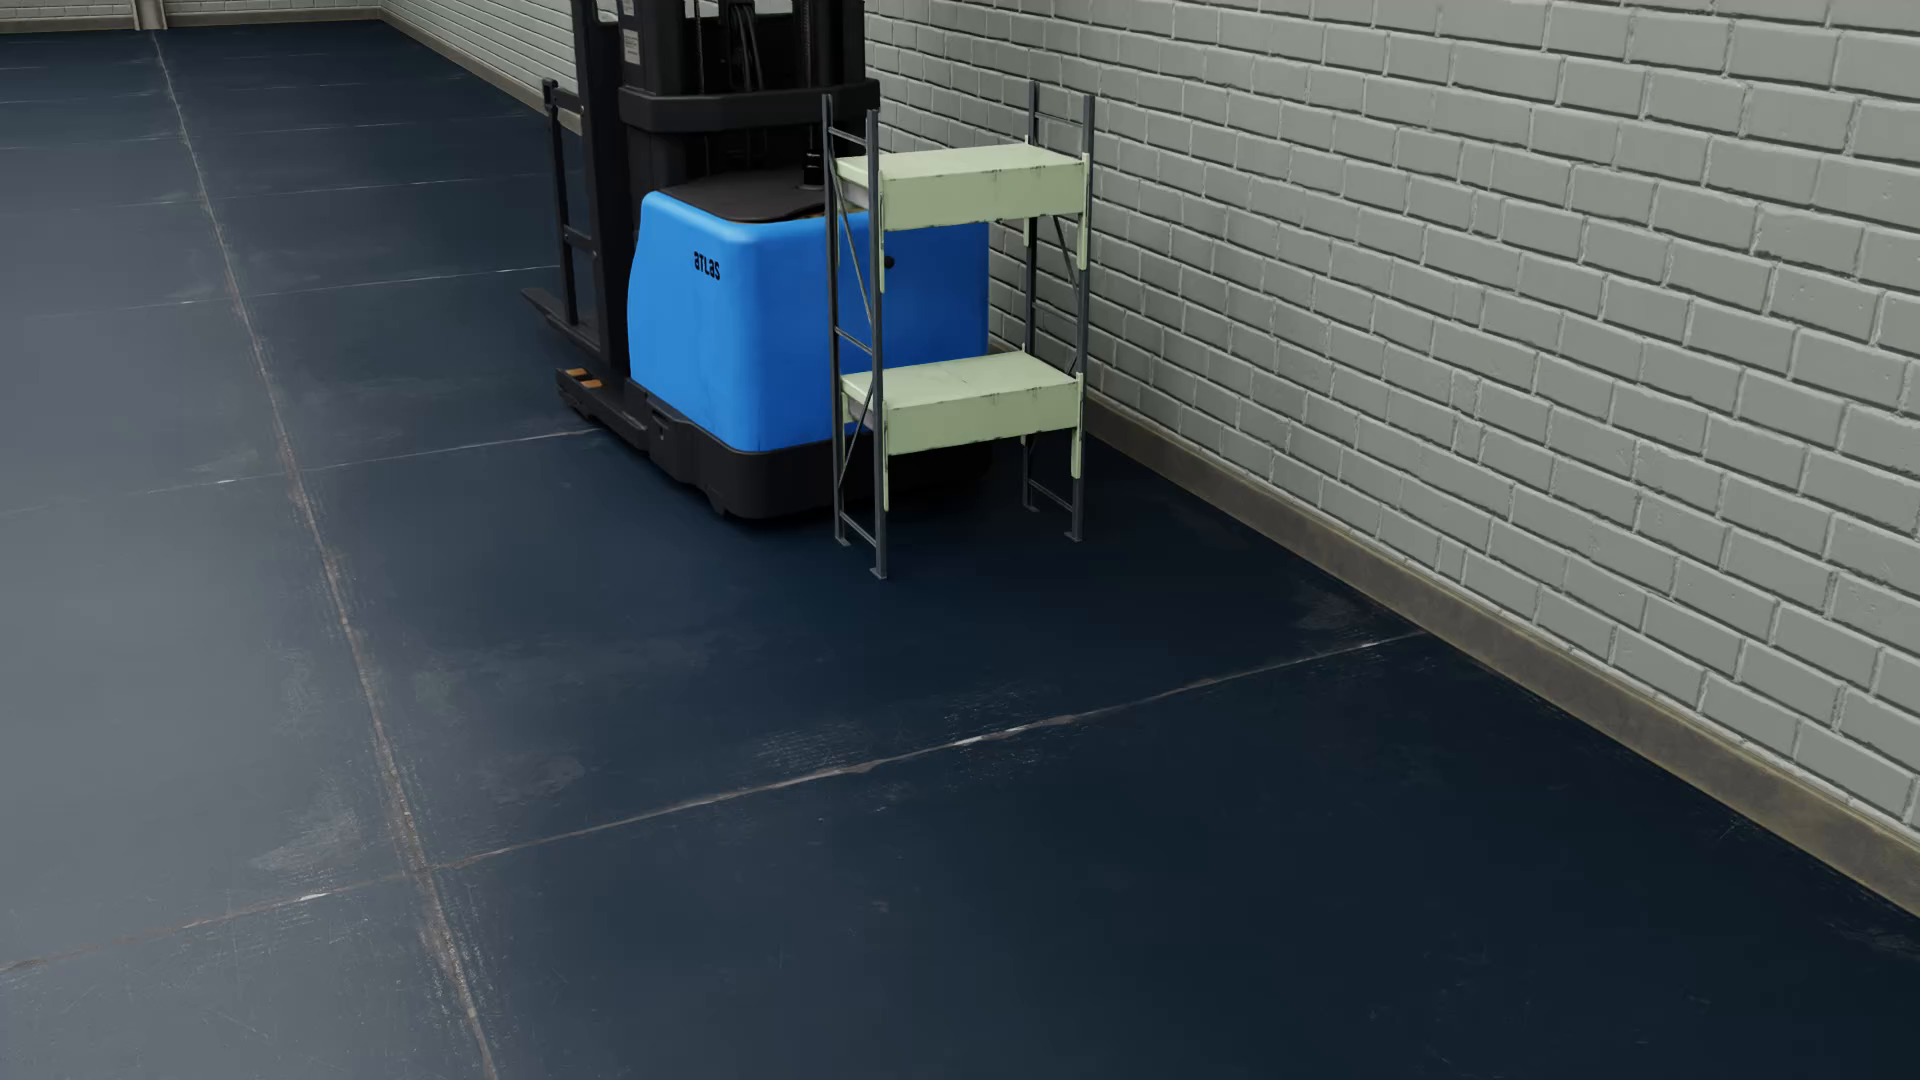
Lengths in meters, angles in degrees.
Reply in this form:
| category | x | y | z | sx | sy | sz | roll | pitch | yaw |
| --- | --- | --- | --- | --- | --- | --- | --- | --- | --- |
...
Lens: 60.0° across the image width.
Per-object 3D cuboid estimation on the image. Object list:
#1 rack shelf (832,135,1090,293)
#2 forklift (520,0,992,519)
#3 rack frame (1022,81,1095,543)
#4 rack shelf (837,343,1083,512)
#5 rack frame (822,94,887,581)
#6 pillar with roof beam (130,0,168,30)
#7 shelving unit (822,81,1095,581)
| category | x | y | z | sx | sy | sz | roll | pitch | yaw |
| --- | --- | --- | --- | --- | --- | --- | --- | --- | --- |
| rack shelf | -0.006 | -1.052 | 5.311 | 0.720 | 0.370 | 0.431 | -10 | 25 | -24 |
| forklift | -1.074 | -1.943 | 6.613 | 1.130 | 2.935 | 3.031 | -13 | 26 | -29 |
| rack frame | 0.324 | -0.753 | 5.607 | 0.023 | 1.500 | 0.400 | -10 | 25 | -24 |
| rack shelf | -0.006 | -0.391 | 5.585 | 0.720 | 0.370 | 0.431 | -10 | 25 | -24 |
| rack frame | -0.336 | -0.631 | 5.314 | 0.023 | 1.500 | 0.400 | -10 | 25 | -24 |
| pillar with roof beam | -9.004 | -9.549 | 17.053 | 0.400 | 9.000 | 9.100 | -10 | 25 | -24 |
| shelving unit | -0.006 | -0.692 | 5.460 | 0.755 | 1.500 | 0.431 | -10 | 25 | -24 |
